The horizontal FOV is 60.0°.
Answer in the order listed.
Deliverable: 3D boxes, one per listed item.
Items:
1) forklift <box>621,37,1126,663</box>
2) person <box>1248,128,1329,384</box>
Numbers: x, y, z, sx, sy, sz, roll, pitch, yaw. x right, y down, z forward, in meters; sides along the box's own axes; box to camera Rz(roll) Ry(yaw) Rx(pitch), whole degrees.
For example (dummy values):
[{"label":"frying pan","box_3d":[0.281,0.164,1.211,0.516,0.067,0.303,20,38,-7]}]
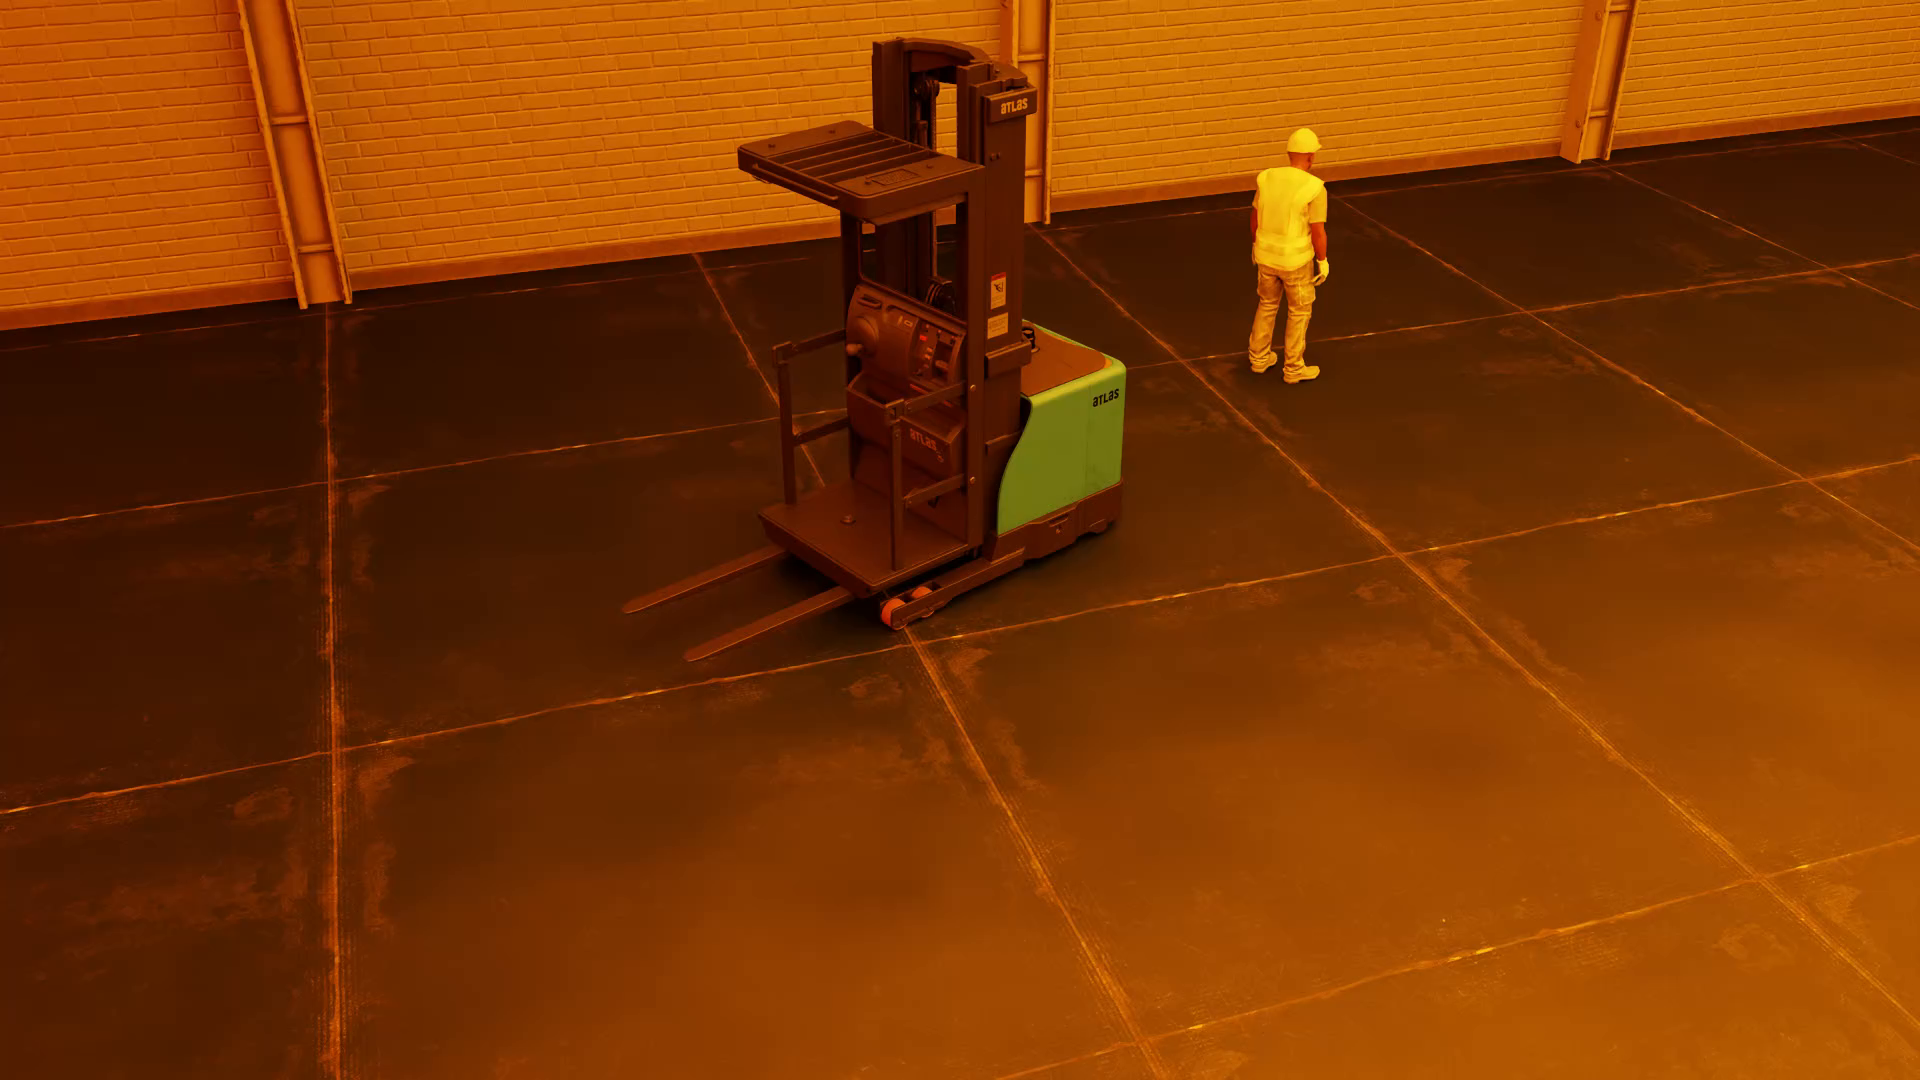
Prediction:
[{"label":"forklift","box_3d":[-0.461,-1.072,8.951,3.031,2.935,1.130,-23,37,-34]},{"label":"person","box_3d":[2.319,-2.000,11.727,0.618,1.774,0.452,26,39,37]}]
